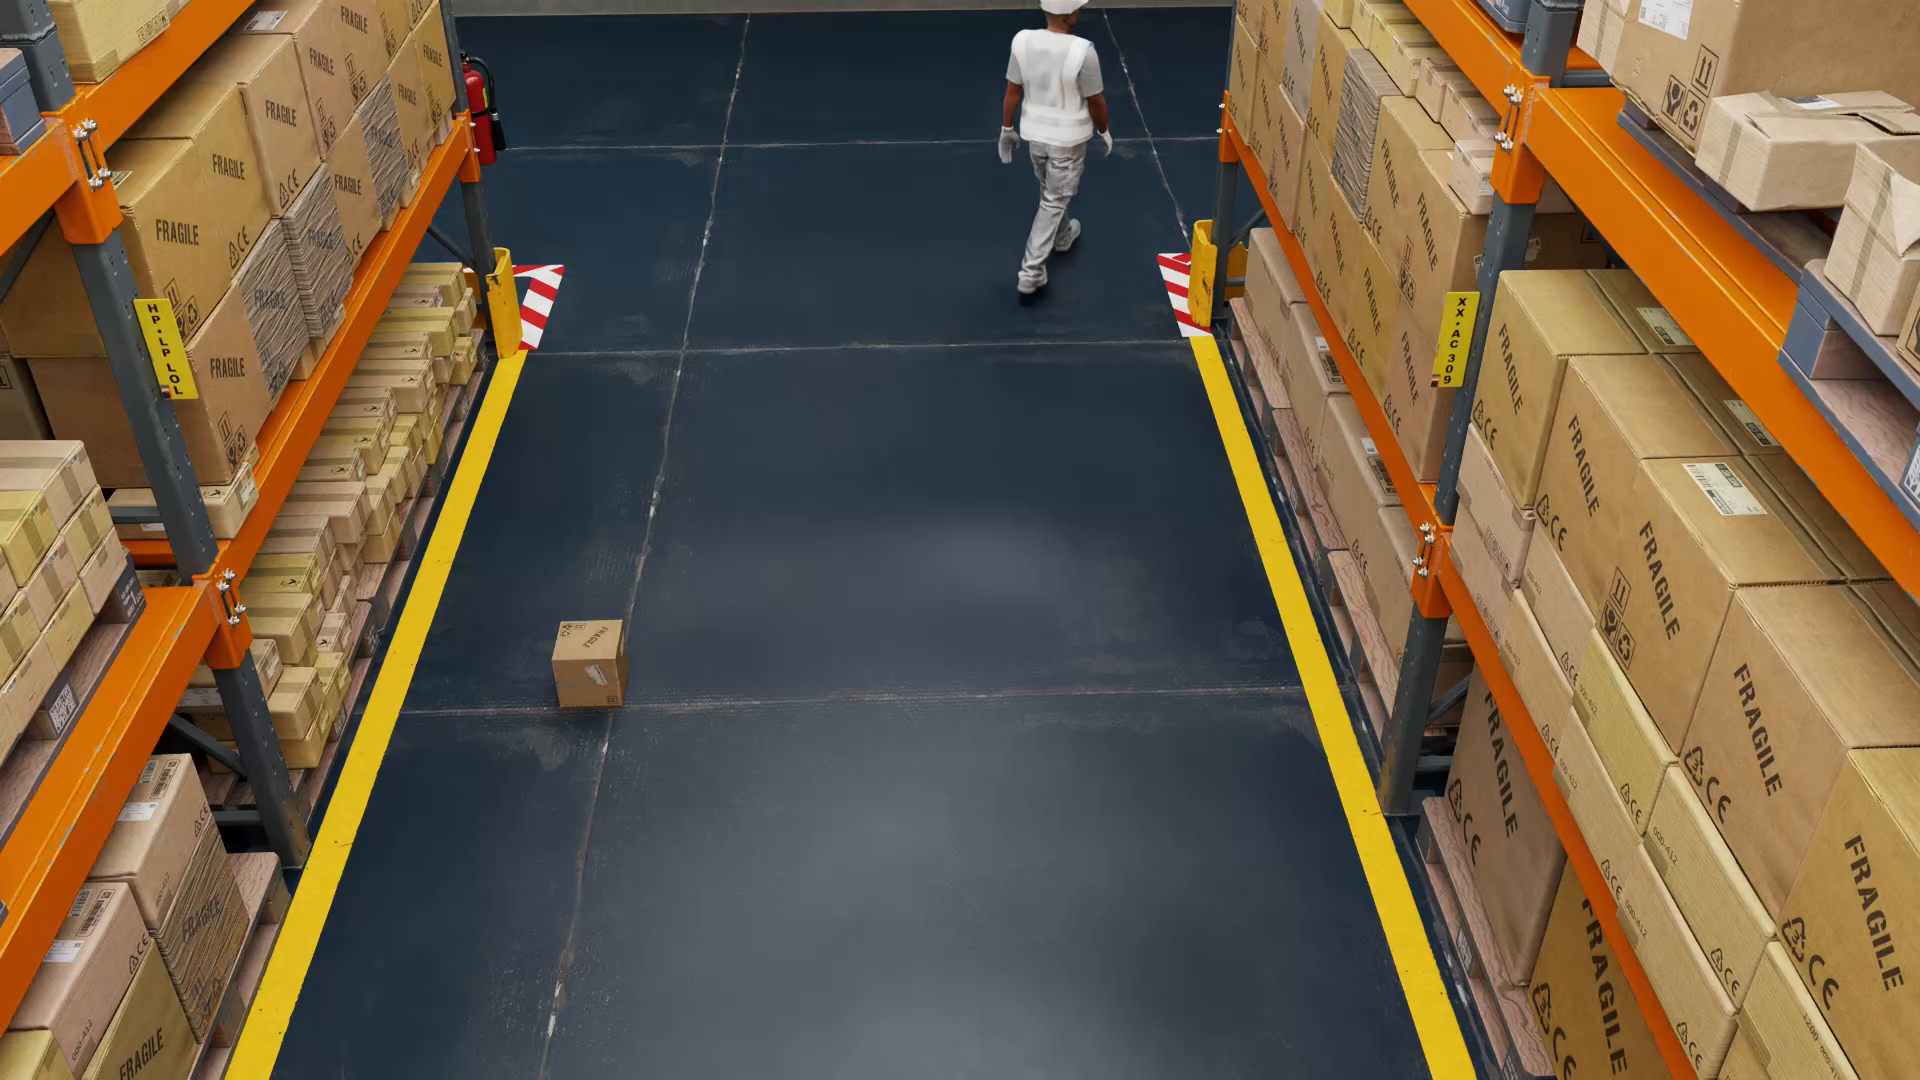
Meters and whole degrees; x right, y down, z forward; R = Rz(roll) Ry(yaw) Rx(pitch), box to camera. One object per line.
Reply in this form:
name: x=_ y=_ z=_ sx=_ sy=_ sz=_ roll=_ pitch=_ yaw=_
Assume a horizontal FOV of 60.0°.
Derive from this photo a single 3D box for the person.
person: x=0.579 y=-2.345 z=9.486 sx=0.598 sy=1.742 sz=0.998 roll=20 pitch=40 yaw=26
